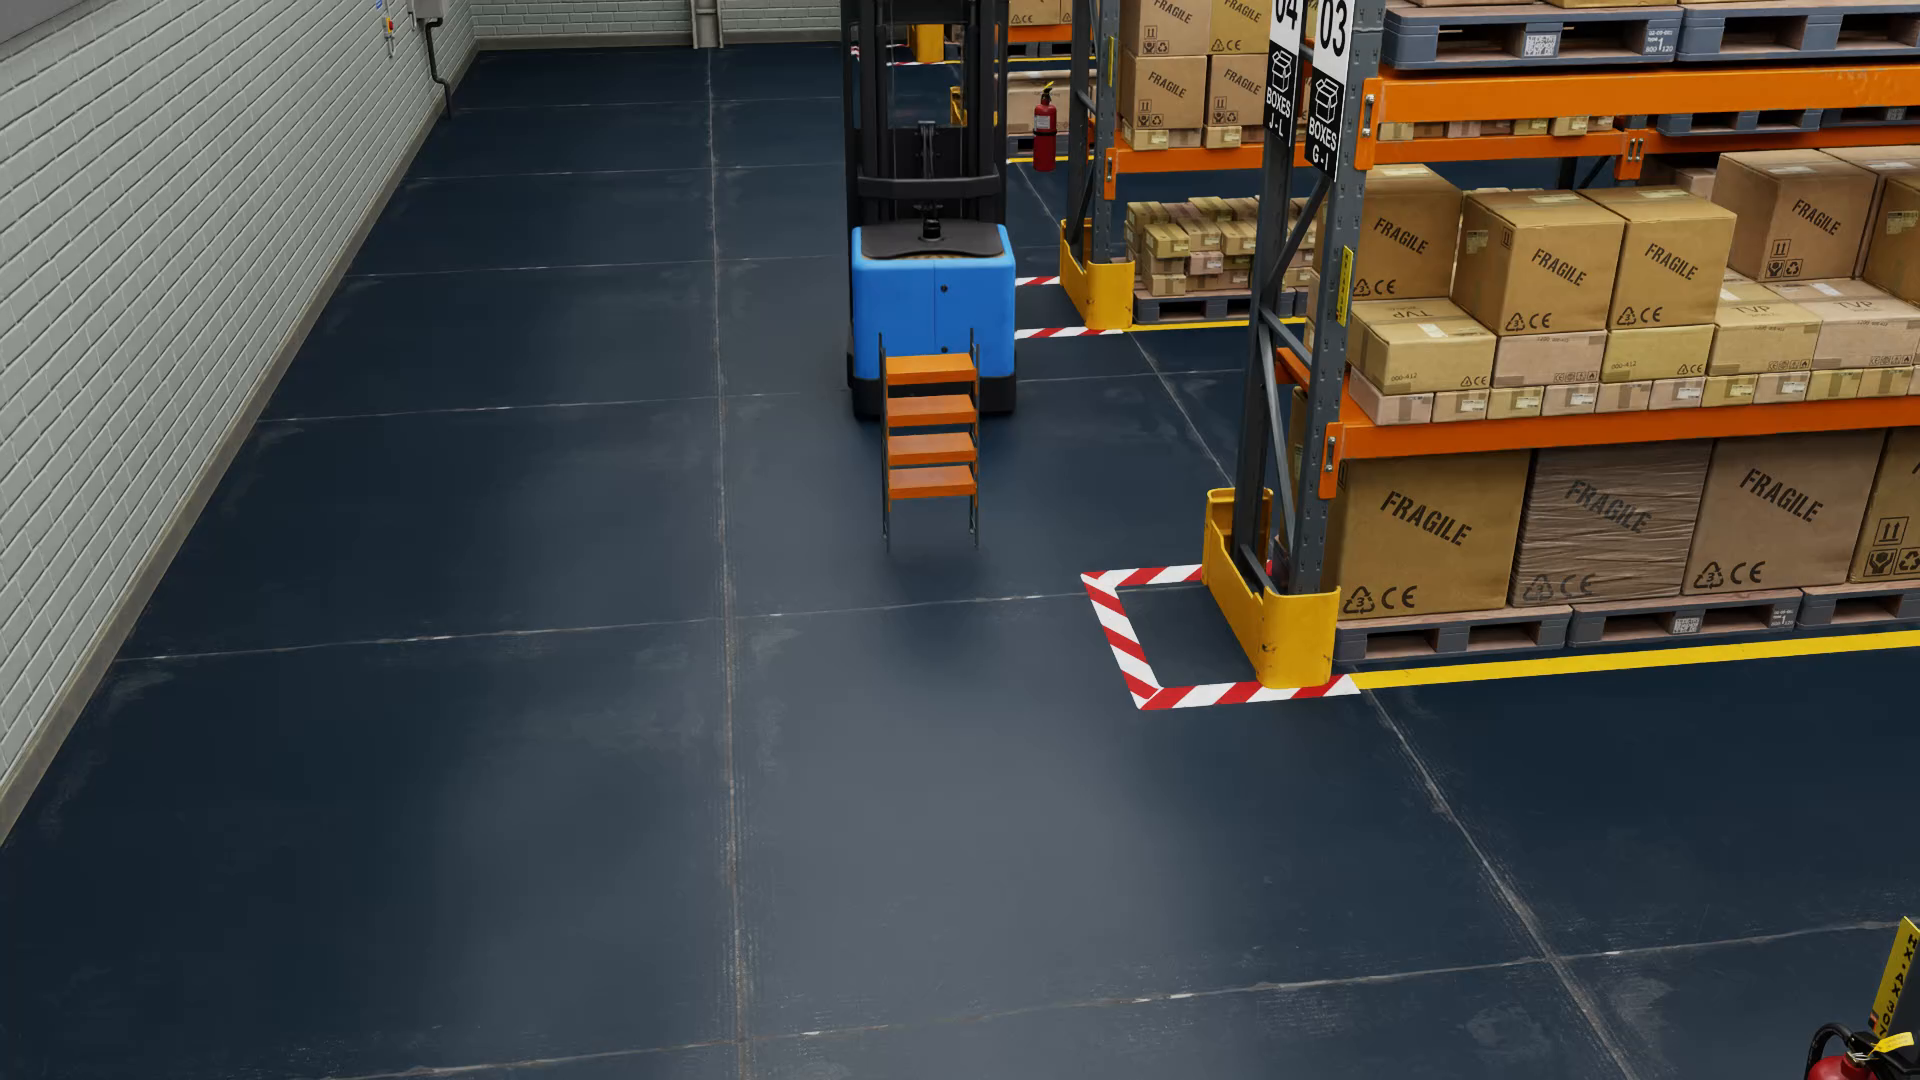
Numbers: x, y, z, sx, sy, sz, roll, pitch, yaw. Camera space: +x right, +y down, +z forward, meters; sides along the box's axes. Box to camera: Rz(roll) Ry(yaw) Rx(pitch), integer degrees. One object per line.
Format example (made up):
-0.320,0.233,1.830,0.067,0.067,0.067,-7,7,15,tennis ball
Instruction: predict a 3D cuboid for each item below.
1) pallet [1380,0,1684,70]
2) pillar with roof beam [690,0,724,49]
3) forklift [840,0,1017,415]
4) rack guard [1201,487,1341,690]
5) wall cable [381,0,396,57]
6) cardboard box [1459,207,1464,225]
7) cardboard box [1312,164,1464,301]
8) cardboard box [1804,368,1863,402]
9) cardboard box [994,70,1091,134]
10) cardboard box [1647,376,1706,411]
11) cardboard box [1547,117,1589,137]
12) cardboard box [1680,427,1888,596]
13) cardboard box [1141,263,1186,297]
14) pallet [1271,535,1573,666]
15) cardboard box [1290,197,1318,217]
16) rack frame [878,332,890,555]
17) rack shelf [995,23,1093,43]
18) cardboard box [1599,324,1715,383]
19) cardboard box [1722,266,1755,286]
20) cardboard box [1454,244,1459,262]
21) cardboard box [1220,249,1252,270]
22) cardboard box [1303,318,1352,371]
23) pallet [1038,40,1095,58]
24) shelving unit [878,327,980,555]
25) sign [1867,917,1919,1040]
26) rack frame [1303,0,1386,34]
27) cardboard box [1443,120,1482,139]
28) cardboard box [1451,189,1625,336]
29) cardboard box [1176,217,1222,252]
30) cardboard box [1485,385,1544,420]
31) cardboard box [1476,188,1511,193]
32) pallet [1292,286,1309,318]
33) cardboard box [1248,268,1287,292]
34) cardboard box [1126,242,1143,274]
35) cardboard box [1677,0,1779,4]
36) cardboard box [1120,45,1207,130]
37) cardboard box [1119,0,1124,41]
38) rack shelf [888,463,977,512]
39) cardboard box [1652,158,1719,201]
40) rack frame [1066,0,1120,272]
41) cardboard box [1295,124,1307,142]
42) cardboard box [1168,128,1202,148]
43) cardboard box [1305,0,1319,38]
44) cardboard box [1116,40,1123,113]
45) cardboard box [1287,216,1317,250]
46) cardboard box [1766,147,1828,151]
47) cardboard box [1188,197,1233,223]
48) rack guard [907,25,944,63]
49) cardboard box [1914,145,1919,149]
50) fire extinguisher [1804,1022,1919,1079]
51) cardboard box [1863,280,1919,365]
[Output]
2.282,-2.247,7.155,1.213,0.211,1.003,-4,27,-7,pallet
-2.723,-8.582,16.119,0.400,9.000,9.100,-4,27,-7,pillar with roof beam
-0.246,-2.744,11.387,1.130,2.935,3.031,-2,27,-3,forklift
1.525,0.214,8.286,0.348,0.500,1.175,-4,27,-7,rack guard
-5.412,-5.477,15.490,0.123,1.953,0.585,-4,27,-7,wall cable
3.842,-2.411,12.675,0.250,0.149,0.380,-3,27,-5,cardboard box
1.995,-1.449,7.805,0.500,0.500,0.500,-3,27,-6,cardboard box
3.981,-0.793,7.785,0.250,0.149,0.380,-4,27,-8,cardboard box
0.808,-4.514,17.108,0.875,0.438,0.875,-5,28,-9,cardboard box
3.219,-0.744,7.690,0.250,0.149,0.380,-4,27,-8,cardboard box
4.429,-3.101,12.284,0.250,0.149,0.380,-4,27,-8,cardboard box
3.954,-0.333,8.480,0.875,0.875,0.875,-4,27,-7,cardboard box
1.522,-1.956,12.438,0.250,0.149,0.380,-3,27,-6,cardboard box
2.330,0.255,8.523,1.213,0.211,1.003,-4,27,-7,pallet
2.743,-2.540,12.927,0.250,0.149,0.380,-5,28,-9,cardboard box
-0.406,-0.508,8.925,0.015,1.200,0.240,-4,27,-7,rack frame
2.149,-5.187,16.861,4.000,0.370,1.077,-4,27,-7,rack shelf
3.074,-0.940,7.635,0.500,0.250,0.500,-5,28,-9,cardboard box
3.514,-1.216,8.172,0.500,0.250,0.500,-4,27,-7,cardboard box
3.611,-2.245,12.677,0.250,0.149,0.380,-3,27,-6,cardboard box
2.022,-2.164,12.519,0.250,0.149,0.380,-3,27,-6,cardboard box
1.856,-0.960,8.109,0.250,0.149,0.380,-3,27,-6,cardboard box
1.543,-6.515,21.716,1.213,0.211,1.003,-4,27,-7,pallet
-0.164,-0.523,8.956,0.503,1.200,0.258,-4,27,-7,shelving unit
2.146,1.019,3.800,0.005,0.325,0.100,-4,27,-7,sign
1.549,-3.569,6.348,0.127,3.000,1.000,-4,27,-7,rack frame
3.632,-3.075,12.233,0.250,0.149,0.380,-5,28,-9,cardboard box
2.557,-1.239,7.397,0.500,0.500,0.500,-4,27,-8,cardboard box
1.781,-2.283,12.425,0.250,0.149,0.380,-3,27,-6,cardboard box
2.454,-0.695,7.594,0.250,0.149,0.380,-4,27,-8,cardboard box
4.268,-2.667,13.173,0.250,0.149,0.380,-2,27,-5,cardboard box
3.048,-2.024,12.964,1.213,0.211,1.003,-4,27,-7,pallet
2.283,-1.995,12.515,0.250,0.149,0.380,-3,27,-6,cardboard box
1.450,-2.195,12.904,0.250,0.149,0.380,-3,27,-6,cardboard box
3.136,-2.604,7.074,0.500,0.500,0.700,-6,28,-11,cardboard box
1.441,-3.229,11.822,0.500,0.500,0.500,-2,27,-5,cardboard box
1.377,-3.912,12.057,0.500,0.500,0.500,-4,27,-8,cardboard box
-0.164,-0.287,9.077,0.480,0.148,0.258,-4,27,-7,rack shelf
5.688,-2.739,12.759,0.500,0.250,0.500,-5,28,-9,cardboard box
0.958,-3.148,12.100,0.127,3.000,1.000,-4,27,-7,rack frame
2.354,-3.022,12.128,0.250,0.149,0.380,-4,27,-8,cardboard box
1.571,-2.944,11.977,0.250,0.149,0.380,-3,27,-5,cardboard box
2.457,-3.737,11.716,0.500,0.500,0.500,-4,27,-8,cardboard box
1.367,-3.470,12.292,0.500,0.500,0.500,-3,27,-6,cardboard box
2.558,-2.308,12.473,0.250,0.149,0.380,-3,27,-5,cardboard box
6.654,-3.040,13.345,0.500,0.250,0.500,-5,28,-9,cardboard box
1.943,-2.544,12.933,0.250,0.149,0.380,-4,27,-8,cardboard box
-0.452,-6.516,21.402,0.348,0.500,1.175,-4,27,-7,rack guard
5.000,-1.639,8.175,0.500,0.500,0.500,-4,27,-7,cardboard box
2.026,1.344,3.839,0.183,0.674,0.296,-4,27,-7,fire extinguisher
4.597,-1.039,7.828,0.500,0.250,0.500,-3,27,-6,cardboard box
